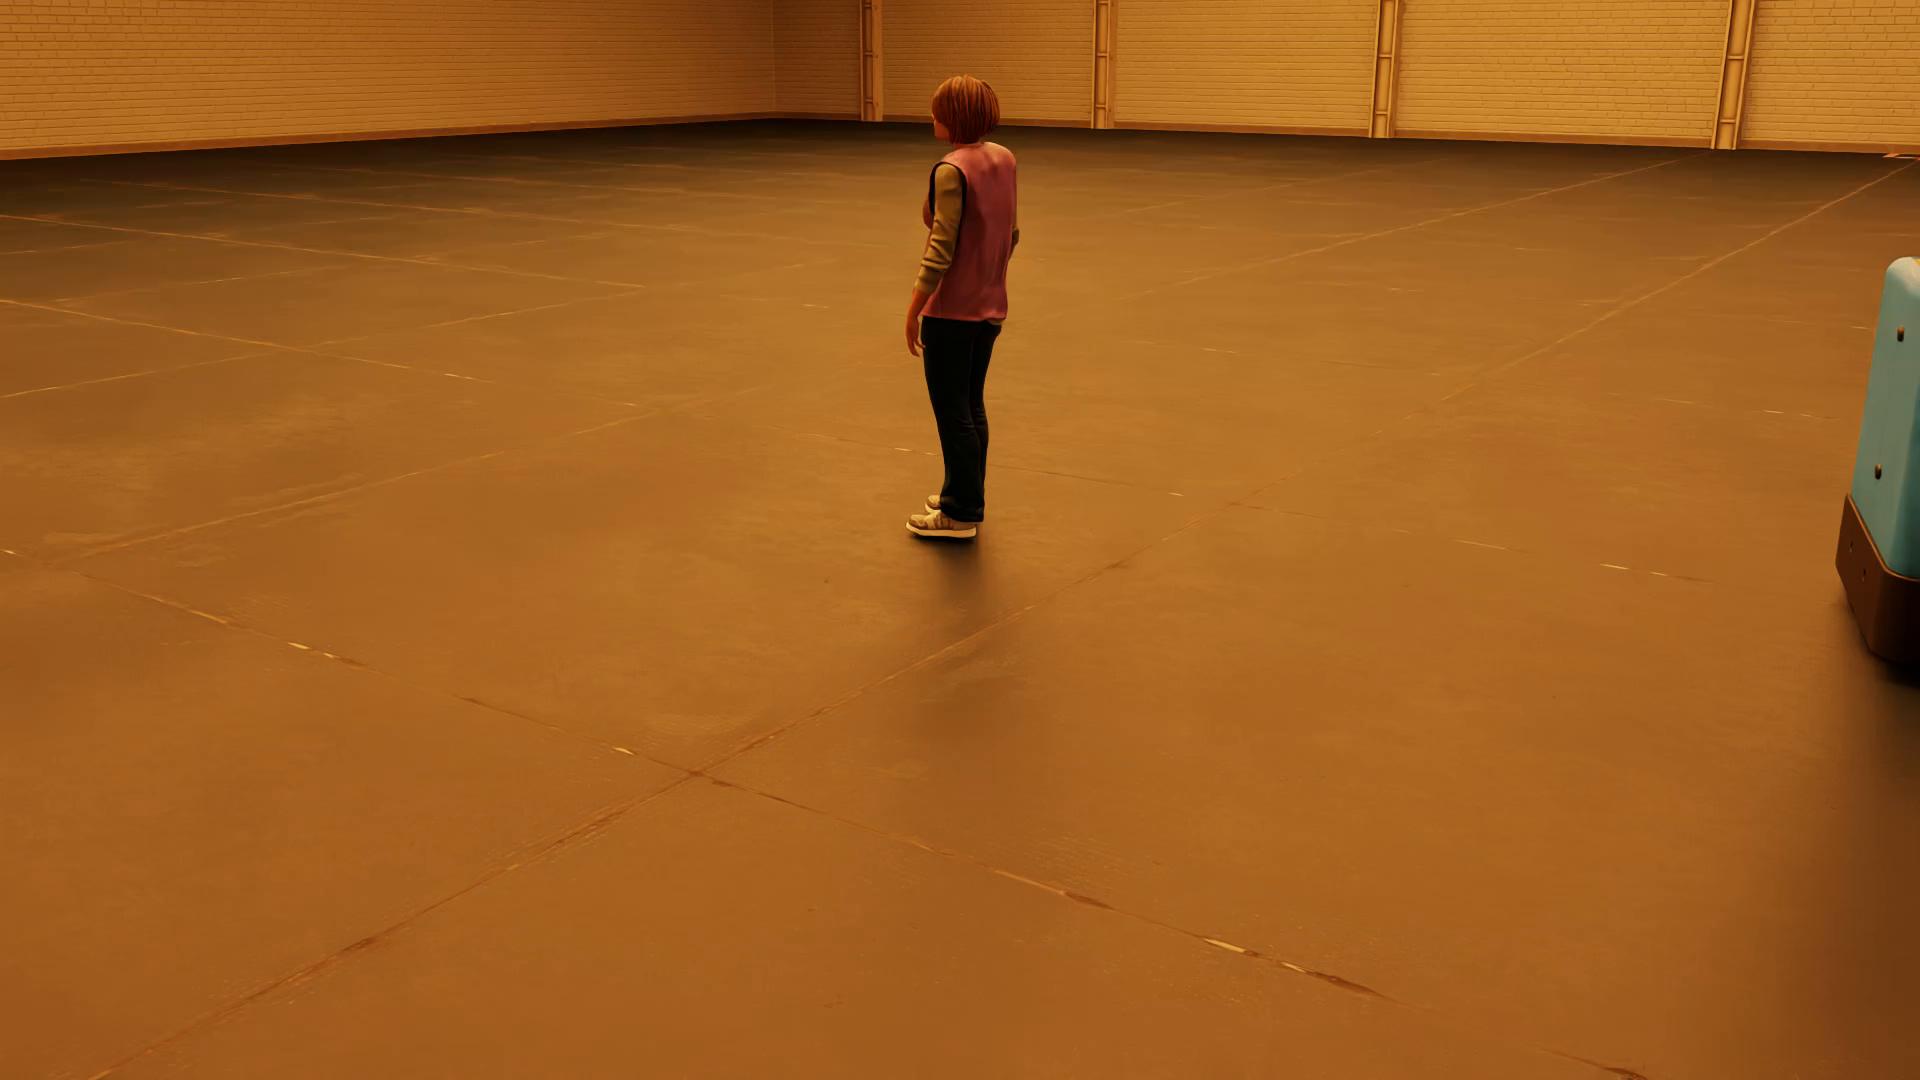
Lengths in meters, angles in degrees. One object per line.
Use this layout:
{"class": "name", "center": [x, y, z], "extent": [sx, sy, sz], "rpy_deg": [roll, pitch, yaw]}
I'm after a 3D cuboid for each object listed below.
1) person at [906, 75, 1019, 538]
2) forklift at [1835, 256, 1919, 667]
{"class": "person", "center": [-0.052, -0.788, 5.769], "extent": [0.476, 1.597, 0.520], "rpy_deg": [11, 20, 33]}
{"class": "forklift", "center": [4.120, -0.986, 4.130], "extent": [3.031, 2.935, 1.130], "rpy_deg": [6, 18, 20]}
